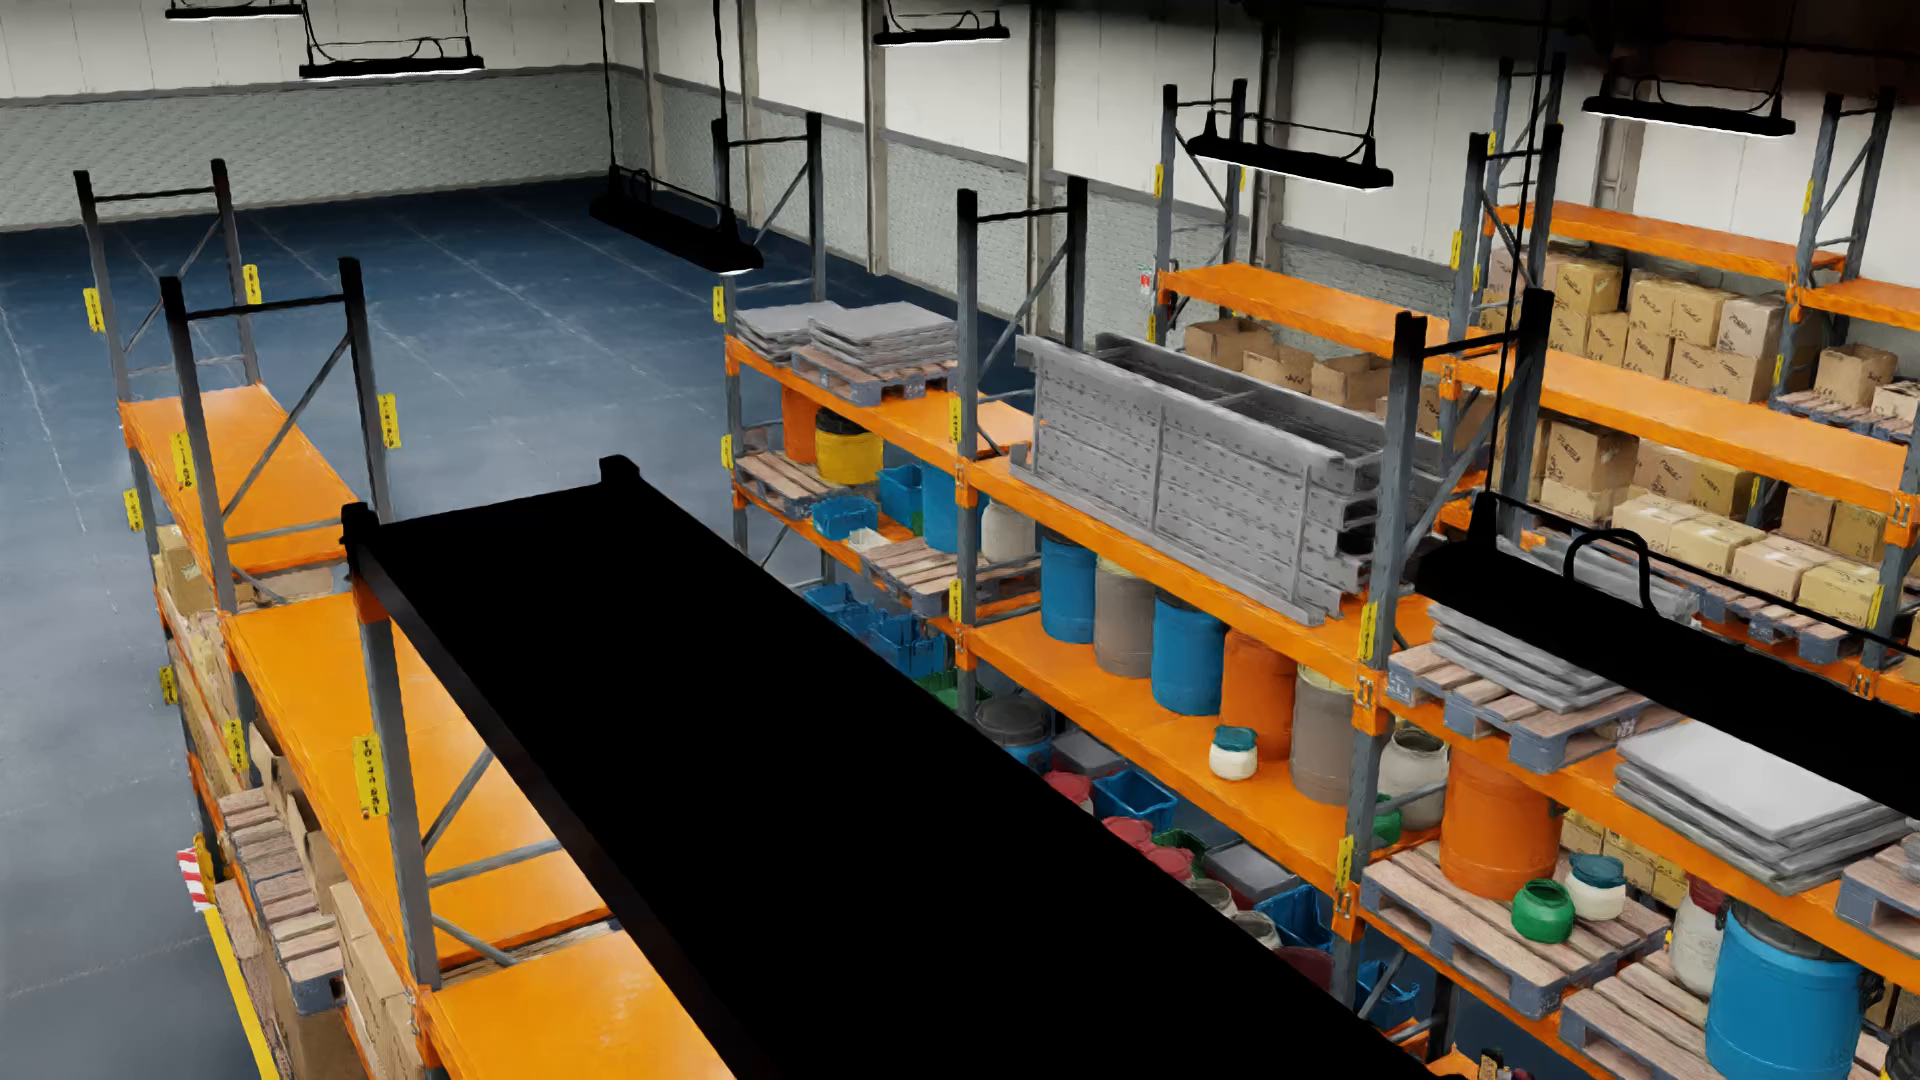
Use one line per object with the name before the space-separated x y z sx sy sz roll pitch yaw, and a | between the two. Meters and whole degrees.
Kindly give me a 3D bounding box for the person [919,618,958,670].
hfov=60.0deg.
person | -0.146 0.848 16.930 0.570 1.761 0.567 2 22 4
